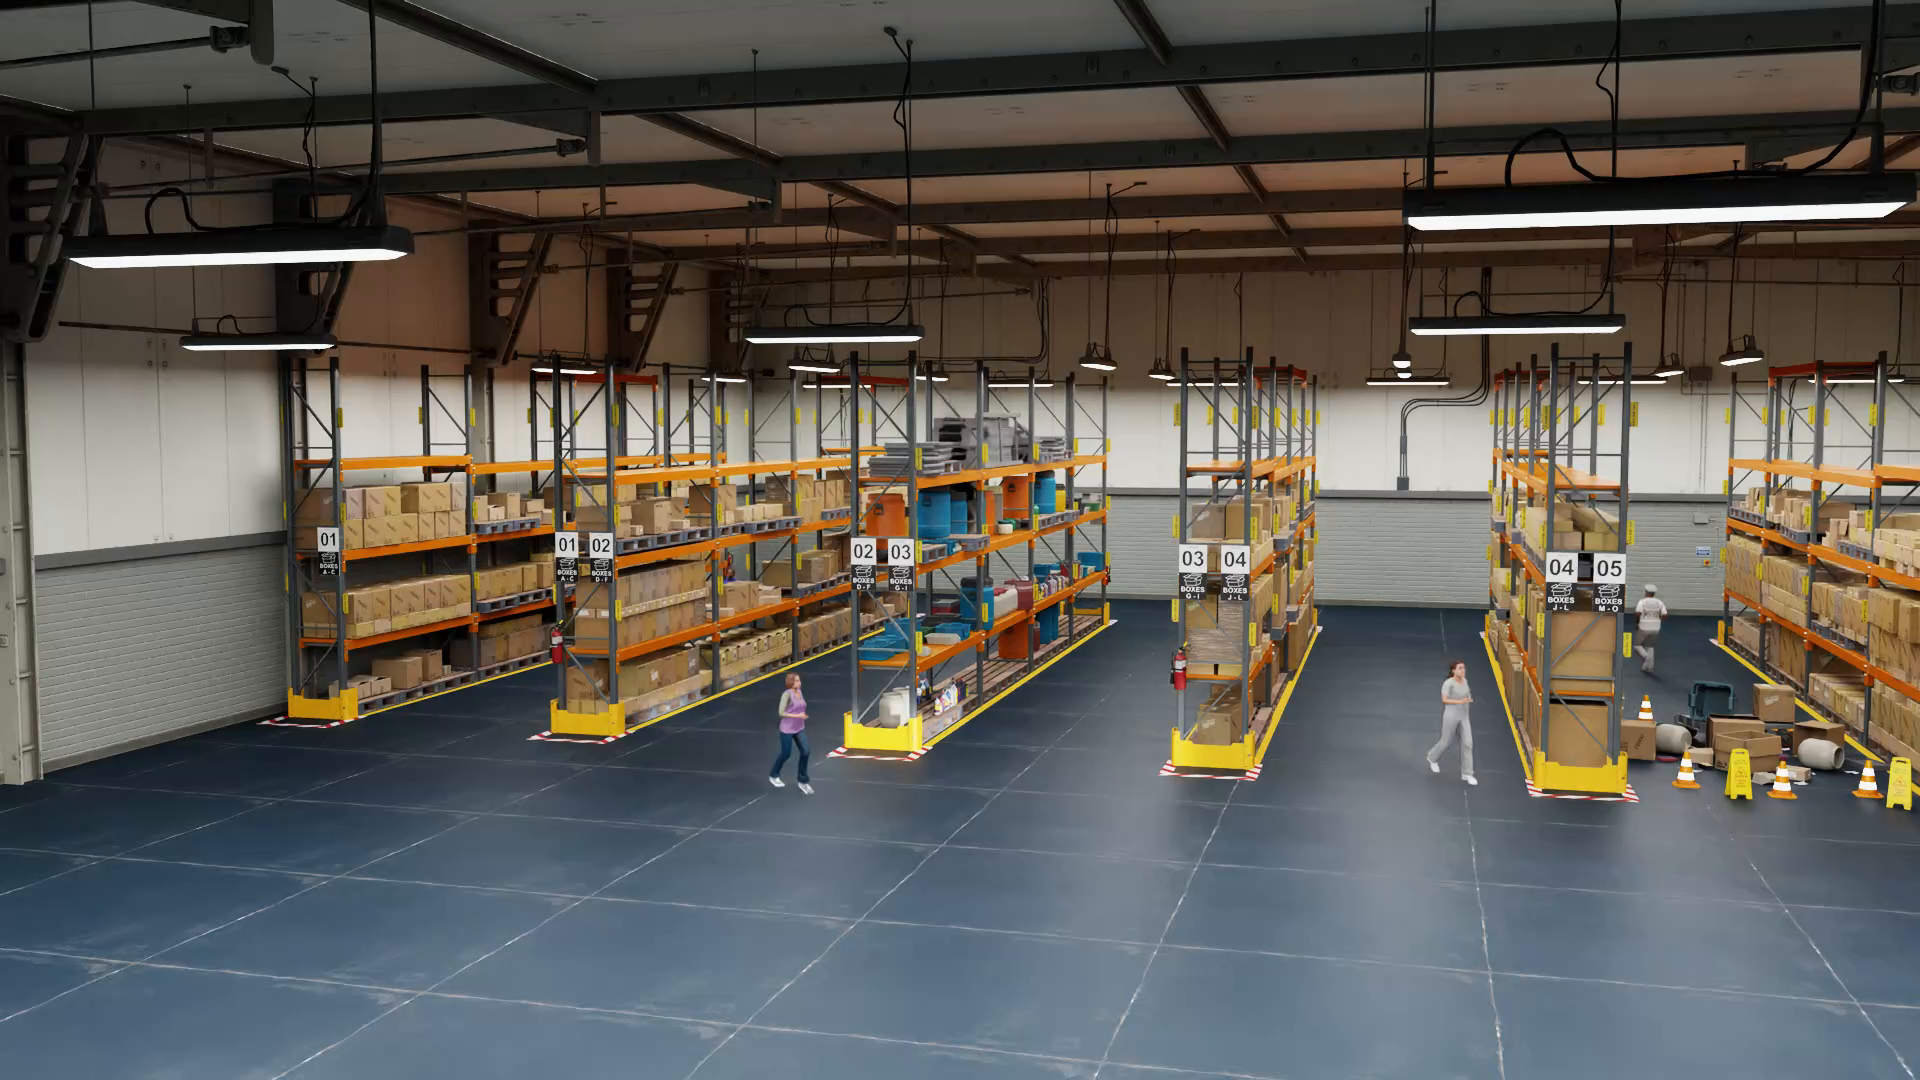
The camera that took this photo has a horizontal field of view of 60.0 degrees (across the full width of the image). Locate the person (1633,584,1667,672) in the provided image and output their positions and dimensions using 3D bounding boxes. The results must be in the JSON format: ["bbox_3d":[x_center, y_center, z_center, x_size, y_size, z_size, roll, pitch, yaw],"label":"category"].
[{"bbox_3d":[13.540,1.731,32.724,0.655,1.732,0.617,0,4,-1],"label":"person"}]

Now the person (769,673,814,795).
[{"bbox_3d":[-2.270,2.579,22.204,0.729,1.639,0.524,3,5,38],"label":"person"}]

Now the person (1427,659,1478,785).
[{"bbox_3d":[6.792,2.459,22.861,0.547,1.660,0.969,-2,5,-23],"label":"person"}]

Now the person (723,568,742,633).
[{"bbox_3d":[-5.179,1.448,37.610,0.576,1.585,0.612,1,4,17],"label":"person"}]
